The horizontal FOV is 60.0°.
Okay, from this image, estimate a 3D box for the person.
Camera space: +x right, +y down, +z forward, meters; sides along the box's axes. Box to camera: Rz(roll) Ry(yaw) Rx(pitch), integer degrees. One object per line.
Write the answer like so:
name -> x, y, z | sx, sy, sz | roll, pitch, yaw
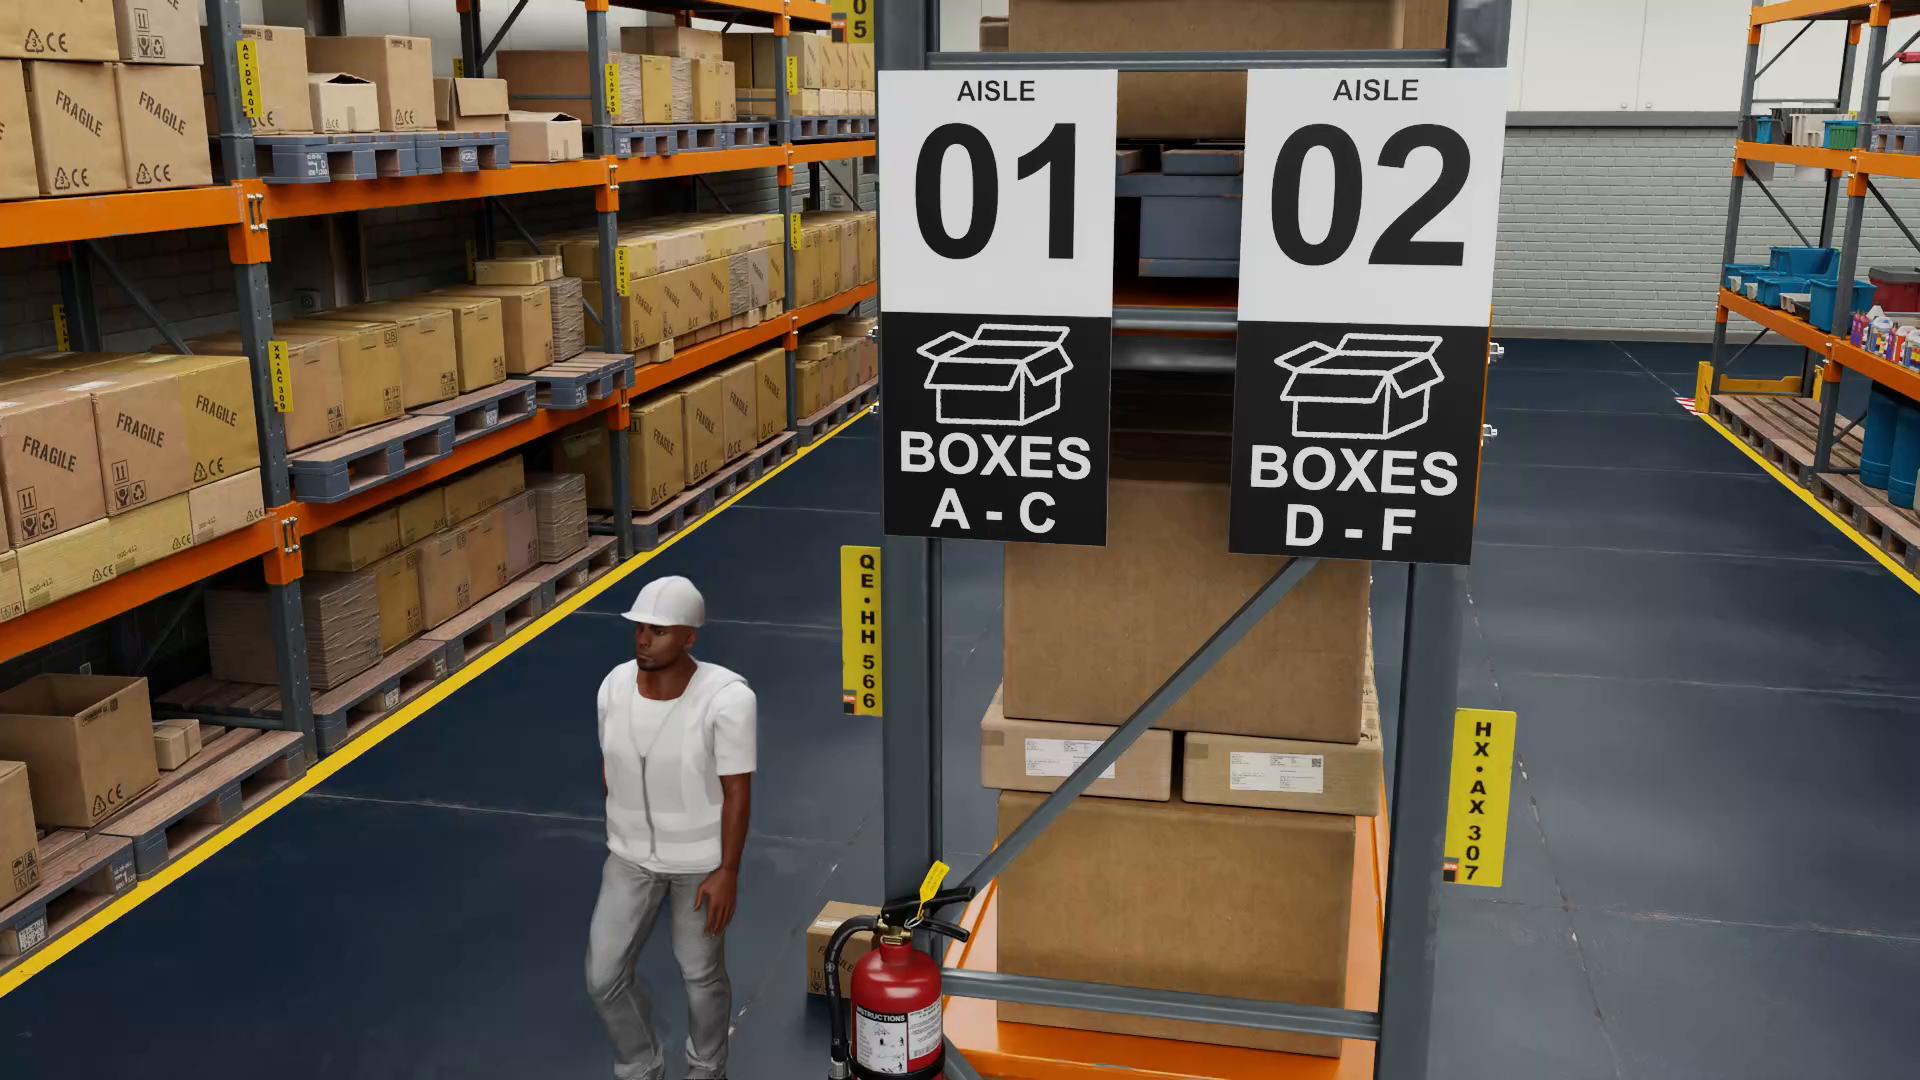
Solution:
person -> -0.913, 1.034, 5.073 | 0.564, 1.837, 0.632 | 4, 15, 15
